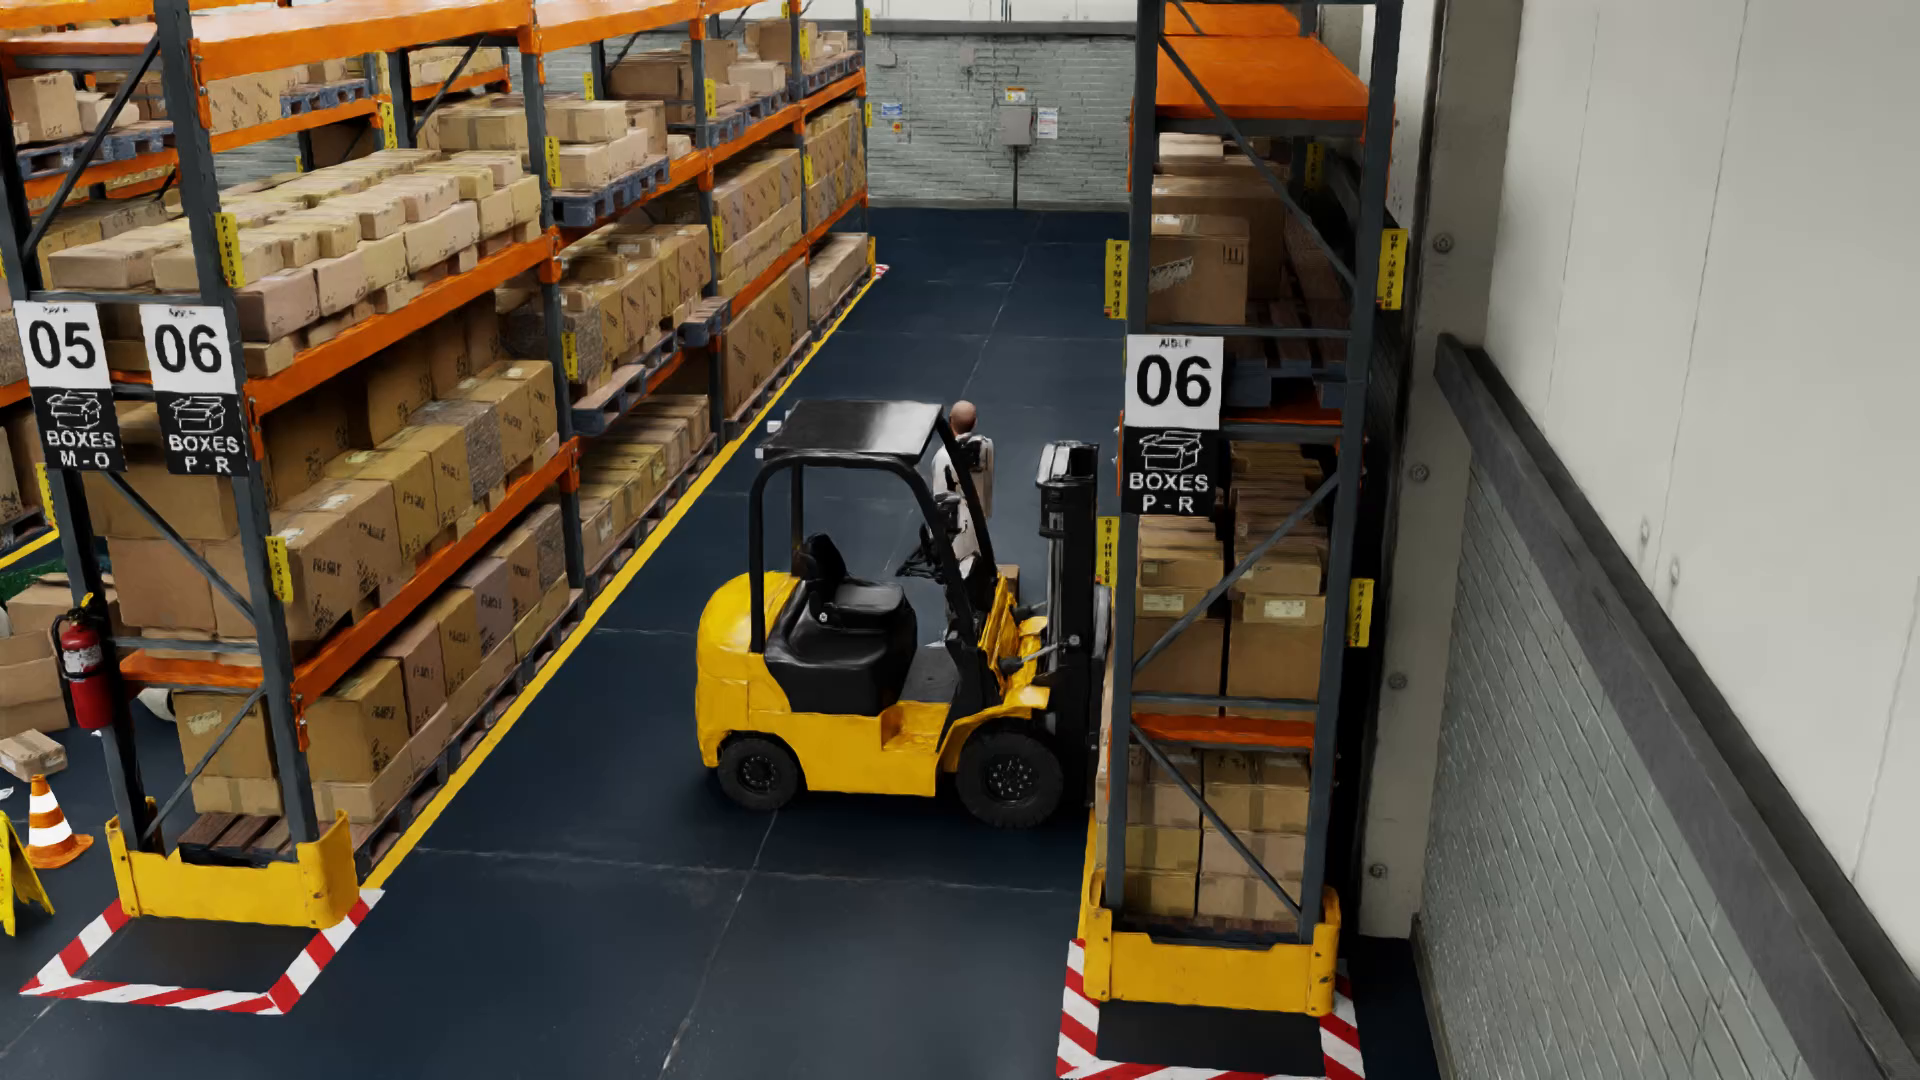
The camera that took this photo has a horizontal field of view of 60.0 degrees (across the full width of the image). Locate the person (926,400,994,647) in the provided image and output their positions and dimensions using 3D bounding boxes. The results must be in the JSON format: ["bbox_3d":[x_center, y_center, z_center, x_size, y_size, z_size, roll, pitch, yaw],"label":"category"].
[{"bbox_3d":[-0.010,-0.084,11.262,0.375,1.781,0.646,14,25,32],"label":"person"}]
